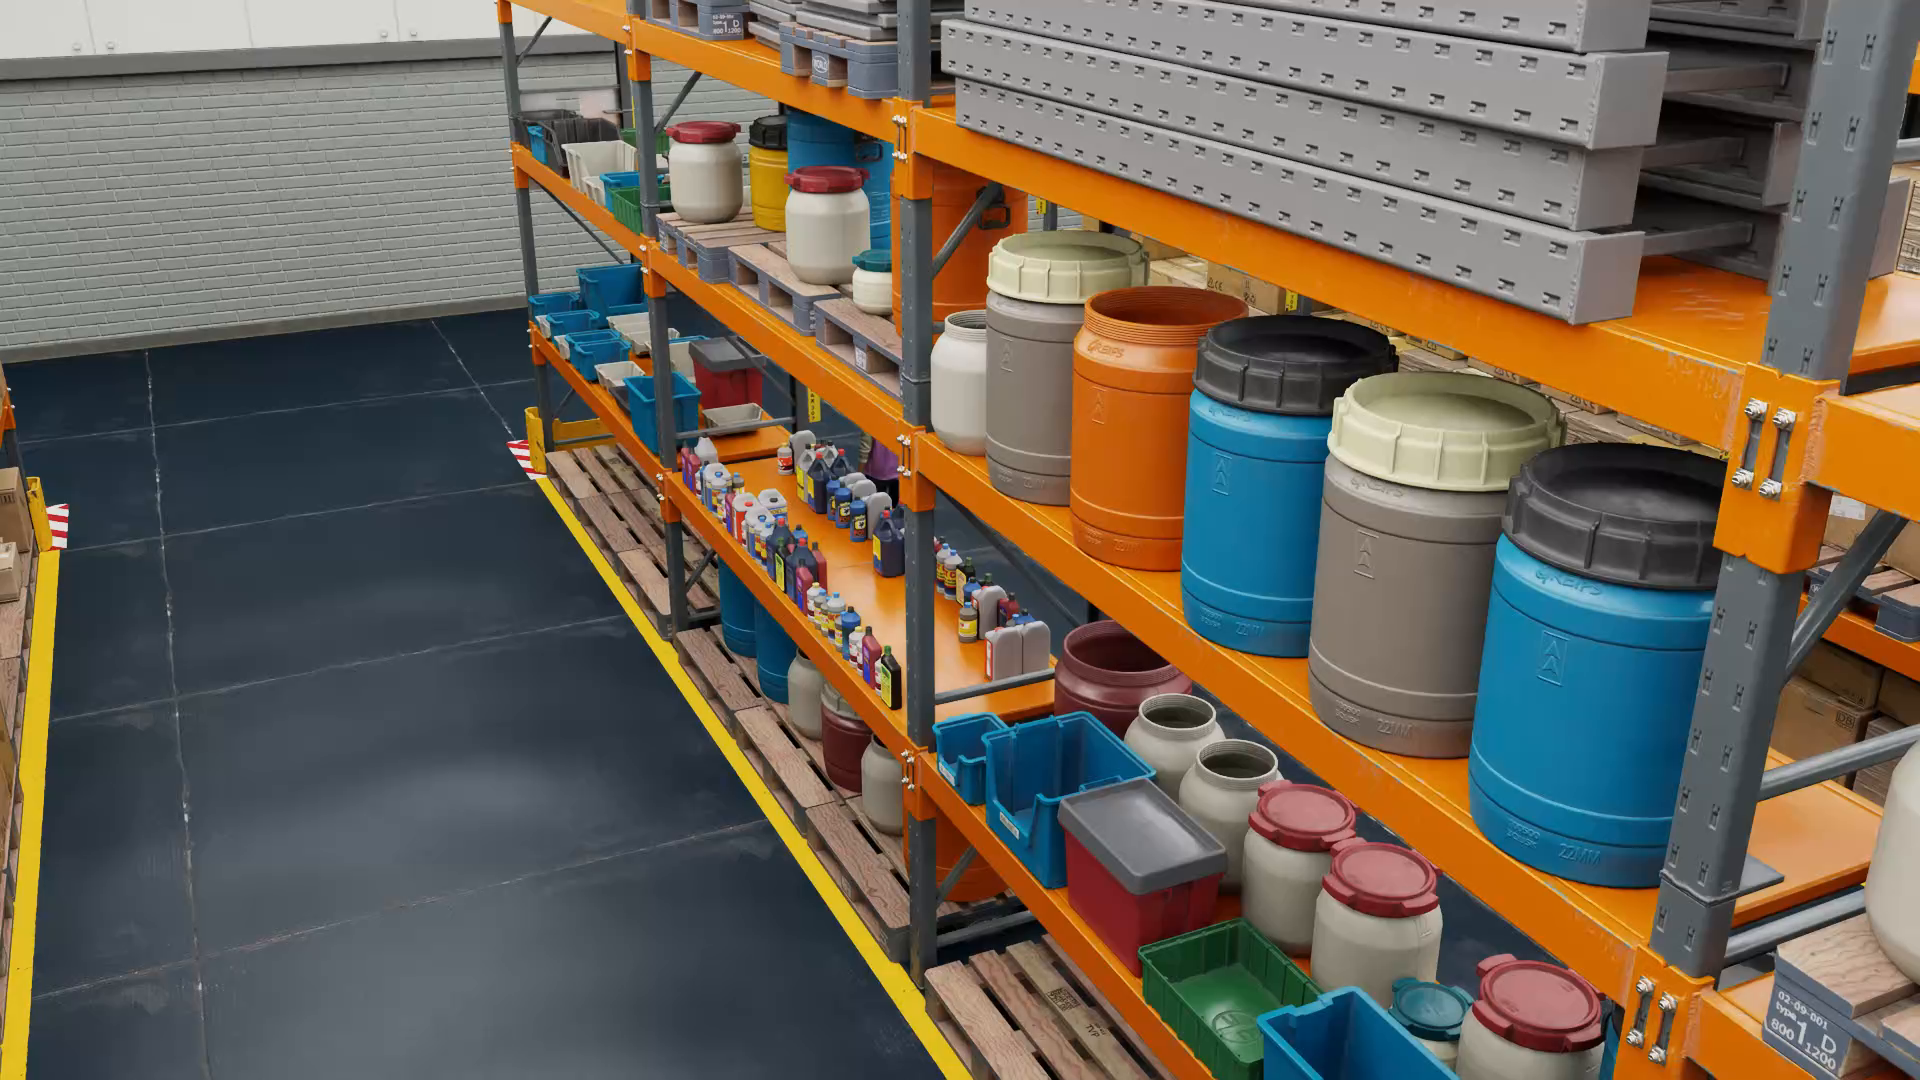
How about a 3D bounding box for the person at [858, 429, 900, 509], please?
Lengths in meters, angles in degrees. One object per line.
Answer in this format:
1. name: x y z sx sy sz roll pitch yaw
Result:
1. person: -0.546 -0.509 12.228 0.475 1.592 0.349 -15 27 -32
